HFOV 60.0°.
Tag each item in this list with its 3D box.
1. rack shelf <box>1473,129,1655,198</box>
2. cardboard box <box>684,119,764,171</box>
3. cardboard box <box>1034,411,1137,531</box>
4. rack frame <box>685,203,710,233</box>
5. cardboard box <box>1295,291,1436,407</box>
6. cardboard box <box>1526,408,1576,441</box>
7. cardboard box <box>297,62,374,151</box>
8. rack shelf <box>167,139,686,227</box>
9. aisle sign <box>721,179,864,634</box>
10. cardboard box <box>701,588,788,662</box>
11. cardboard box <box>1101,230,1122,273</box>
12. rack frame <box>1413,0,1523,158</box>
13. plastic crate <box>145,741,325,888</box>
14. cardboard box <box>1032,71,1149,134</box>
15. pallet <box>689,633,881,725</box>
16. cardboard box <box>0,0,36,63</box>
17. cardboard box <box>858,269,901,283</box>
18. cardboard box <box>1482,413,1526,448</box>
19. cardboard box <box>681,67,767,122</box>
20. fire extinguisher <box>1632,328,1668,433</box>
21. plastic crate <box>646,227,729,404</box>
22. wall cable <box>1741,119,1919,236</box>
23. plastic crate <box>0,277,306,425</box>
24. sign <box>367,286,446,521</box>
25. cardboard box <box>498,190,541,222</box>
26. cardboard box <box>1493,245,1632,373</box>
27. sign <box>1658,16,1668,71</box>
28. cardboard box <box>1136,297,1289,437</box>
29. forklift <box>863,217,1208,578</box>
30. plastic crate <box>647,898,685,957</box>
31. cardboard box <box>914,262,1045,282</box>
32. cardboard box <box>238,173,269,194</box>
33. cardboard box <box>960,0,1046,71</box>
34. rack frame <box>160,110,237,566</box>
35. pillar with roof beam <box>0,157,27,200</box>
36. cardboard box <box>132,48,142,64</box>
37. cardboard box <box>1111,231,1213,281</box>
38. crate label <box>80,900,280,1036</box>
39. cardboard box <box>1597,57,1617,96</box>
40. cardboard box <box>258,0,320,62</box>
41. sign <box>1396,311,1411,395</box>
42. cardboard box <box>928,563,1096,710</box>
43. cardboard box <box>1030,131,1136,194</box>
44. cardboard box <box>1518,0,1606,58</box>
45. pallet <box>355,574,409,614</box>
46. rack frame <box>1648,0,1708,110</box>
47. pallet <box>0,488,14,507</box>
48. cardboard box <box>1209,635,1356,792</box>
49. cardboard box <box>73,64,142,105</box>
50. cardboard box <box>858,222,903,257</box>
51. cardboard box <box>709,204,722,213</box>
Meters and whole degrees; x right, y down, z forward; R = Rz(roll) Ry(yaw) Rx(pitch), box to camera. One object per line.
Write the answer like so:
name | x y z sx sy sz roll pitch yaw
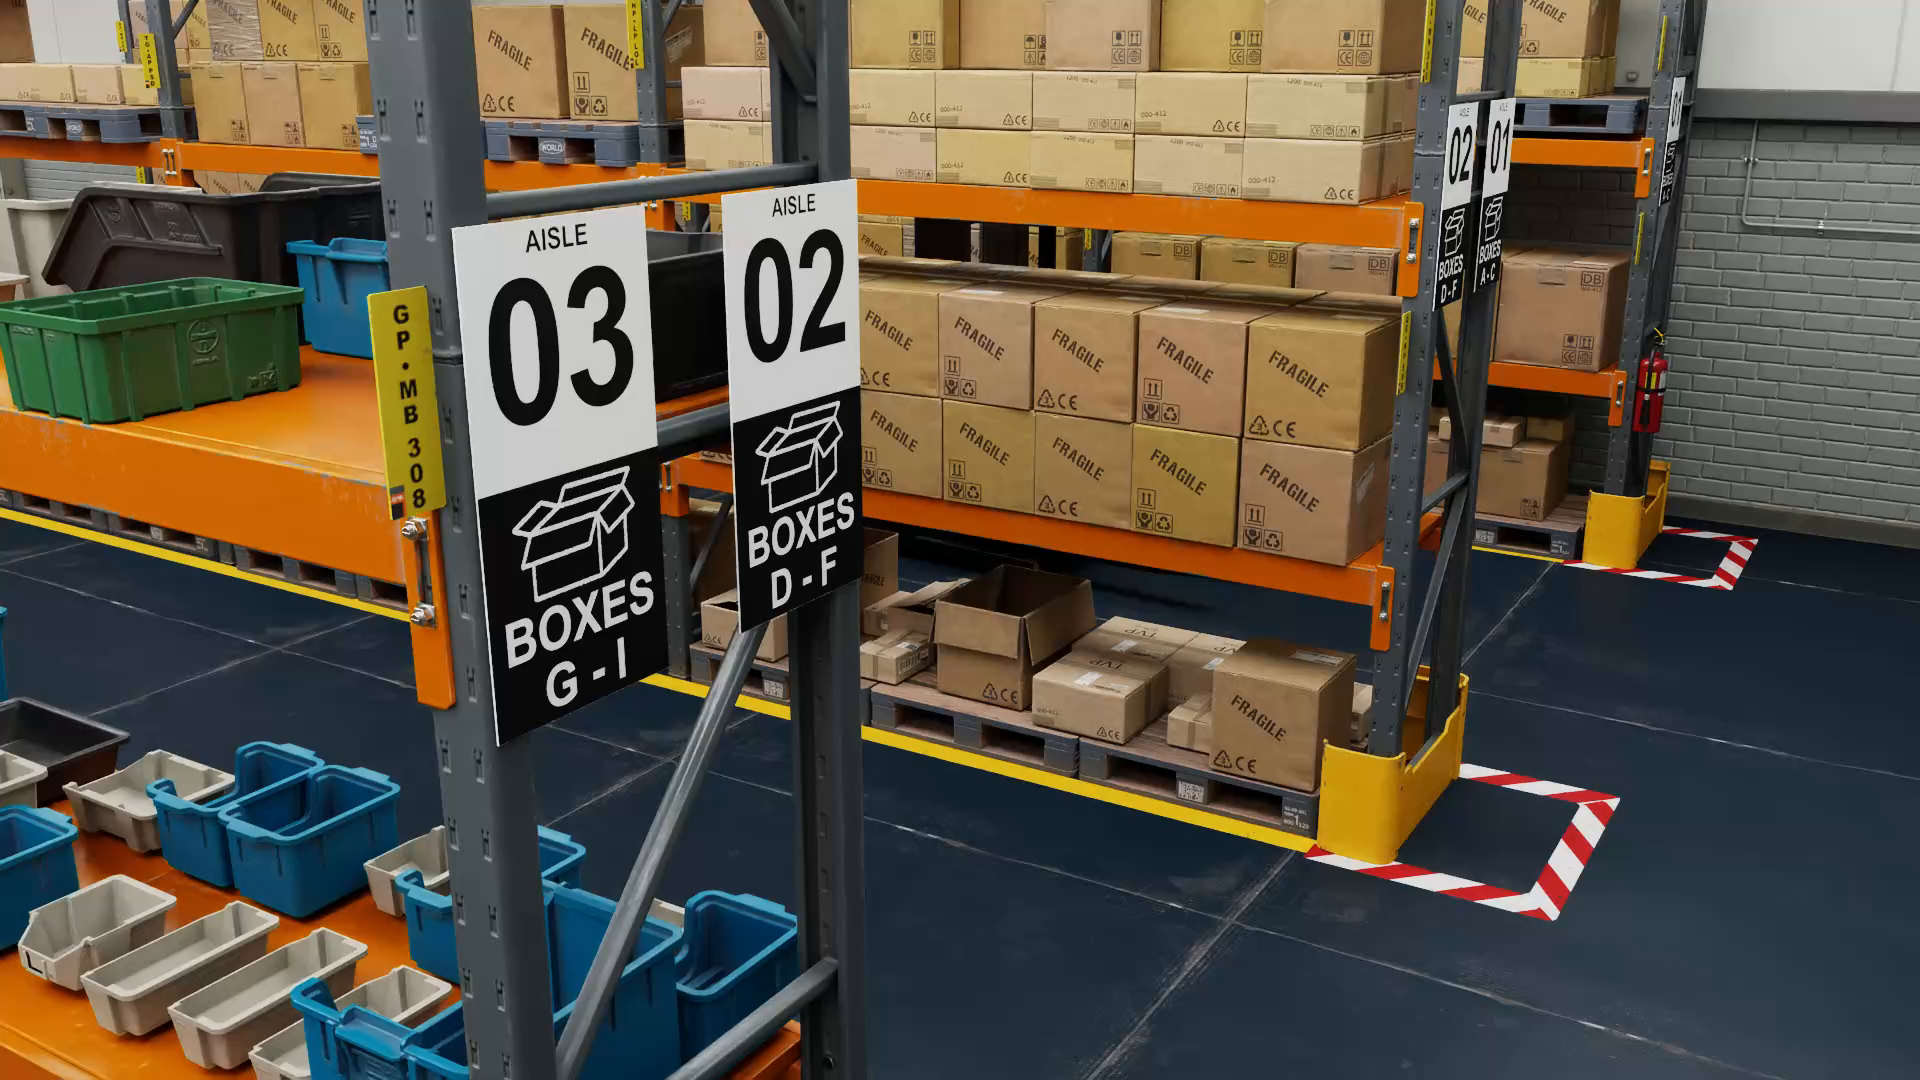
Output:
rack shelf | 2.965 -2.797 12.005 4.000 0.370 1.077 10 20 30
cardboard box | -1.044 -2.011 8.438 0.500 0.250 0.500 10 20 30
cardboard box | 0.689 -0.378 7.793 0.500 0.500 0.500 10 20 30
rack frame | -2.148 -2.619 15.341 0.127 3.000 1.000 10 20 30
cardboard box | 1.840 -0.833 7.571 0.500 0.500 0.500 11 20 32
cardboard box | 4.231 -0.829 11.912 0.250 0.149 0.380 10 20 30
cardboard box | -3.470 -2.660 10.143 0.500 0.500 0.910 10 20 30
rack shelf | -3.033 -2.178 9.967 4.000 0.370 1.077 10 20 30
aisle sign | -0.299 -0.255 3.086 0.004 0.787 0.394 10 20 30
cardboard box | -1.084 0.411 9.237 0.500 0.311 0.500 10 20 30
cardboard box | 1.000 -2.342 13.713 0.500 0.500 0.500 9 19 28
rack frame | 2.080 -3.045 6.422 0.127 3.000 1.000 10 20 30
plastic crate | -1.932 0.738 4.475 0.300 0.233 0.416 10 20 30
cardboard box | 0.658 -1.945 7.360 0.500 0.250 0.500 10 20 30
pallet | -0.744 0.656 9.358 1.213 0.211 1.003 10 20 30
cardboard box | -7.143 -3.738 12.112 0.500 0.500 0.500 12 21 35
cardboard box | -0.635 -1.089 8.414 0.500 0.500 0.500 9 19 28
cardboard box | 3.815 -0.773 11.728 0.250 0.149 0.380 10 19 29
cardboard box | -1.044 -2.250 8.364 0.500 0.250 0.500 10 20 30
fire extinguisher | 4.556 -1.049 10.949 0.183 0.674 0.296 10 20 30
plastic crate | -0.698 -0.448 3.260 0.590 0.269 0.497 10 20 30
wall cable | 6.255 -1.927 11.317 1.851 1.984 0.084 10 20 30
plastic crate | -1.506 -0.361 3.113 0.336 0.188 0.450 10 20 30
sign | -0.790 -0.195 2.380 0.005 0.325 0.100 10 20 30
cardboard box | -4.091 -3.220 16.393 0.500 0.500 0.700 13 21 38
cardboard box | 4.229 -1.620 11.538 0.700 0.700 0.980 11 20 33
sign | 4.373 -3.090 10.346 0.005 0.325 0.100 10 20 30
cardboard box | 1.126 -0.777 7.385 0.500 0.500 0.500 11 20 32
forklift | 0.509 -1.295 11.101 3.031 2.935 1.130 12 21 34
plastic crate | -0.784 0.961 3.907 0.298 0.136 0.250 10 20 30
cardboard box | 0.105 -1.142 8.588 0.500 0.500 0.500 10 20 30
cardboard box | -7.416 -3.752 18.004 0.500 0.500 0.500 11 20 32
cardboard box | 0.392 -2.456 7.751 0.500 0.500 0.700 10 20 30
rack frame | -4.737 -1.391 11.300 0.127 3.000 1.000 10 20 30
pillar with roof beam | -15.281 -6.660 18.324 0.400 9.000 9.100 10 20 30
cardboard box | -8.811 -5.215 18.522 0.500 0.500 0.500 11 20 31
cardboard box | 1.714 -2.067 13.009 0.700 0.700 0.980 10 20 31
crate label | -1.795 0.986 3.824 0.243 0.136 0.396 10 20 30
cardboard box | 4.175 -3.186 11.411 0.500 0.250 0.500 11 20 33
cardboard box | -3.934 -3.207 10.225 0.500 0.500 0.500 10 20 30
sign | 1.772 -0.745 6.637 0.005 0.325 0.100 10 20 30
cardboard box | 0.275 0.486 8.659 0.637 0.503 0.797 10 20 30
cardboard box | 0.651 -1.702 7.421 0.500 0.250 0.500 10 20 30
cardboard box | 3.903 -3.417 10.880 0.500 0.500 0.500 10 20 30
pallet | -3.085 0.252 10.689 1.213 0.211 1.003 10 20 30
rack frame | 4.669 -4.272 10.463 0.127 3.000 1.000 10 20 30
pallet | -7.497 -0.563 13.371 1.213 0.211 1.003 10 20 30
cardboard box | 1.488 0.790 7.665 0.500 0.500 0.500 10 20 30
cardboard box | -5.609 -3.086 11.254 0.500 0.250 0.500 11 20 32
cardboard box | -0.556 -2.446 14.055 0.500 0.500 0.500 11 20 32
cardboard box | -1.871 -3.040 14.719 0.500 0.250 0.500 11 20 31
